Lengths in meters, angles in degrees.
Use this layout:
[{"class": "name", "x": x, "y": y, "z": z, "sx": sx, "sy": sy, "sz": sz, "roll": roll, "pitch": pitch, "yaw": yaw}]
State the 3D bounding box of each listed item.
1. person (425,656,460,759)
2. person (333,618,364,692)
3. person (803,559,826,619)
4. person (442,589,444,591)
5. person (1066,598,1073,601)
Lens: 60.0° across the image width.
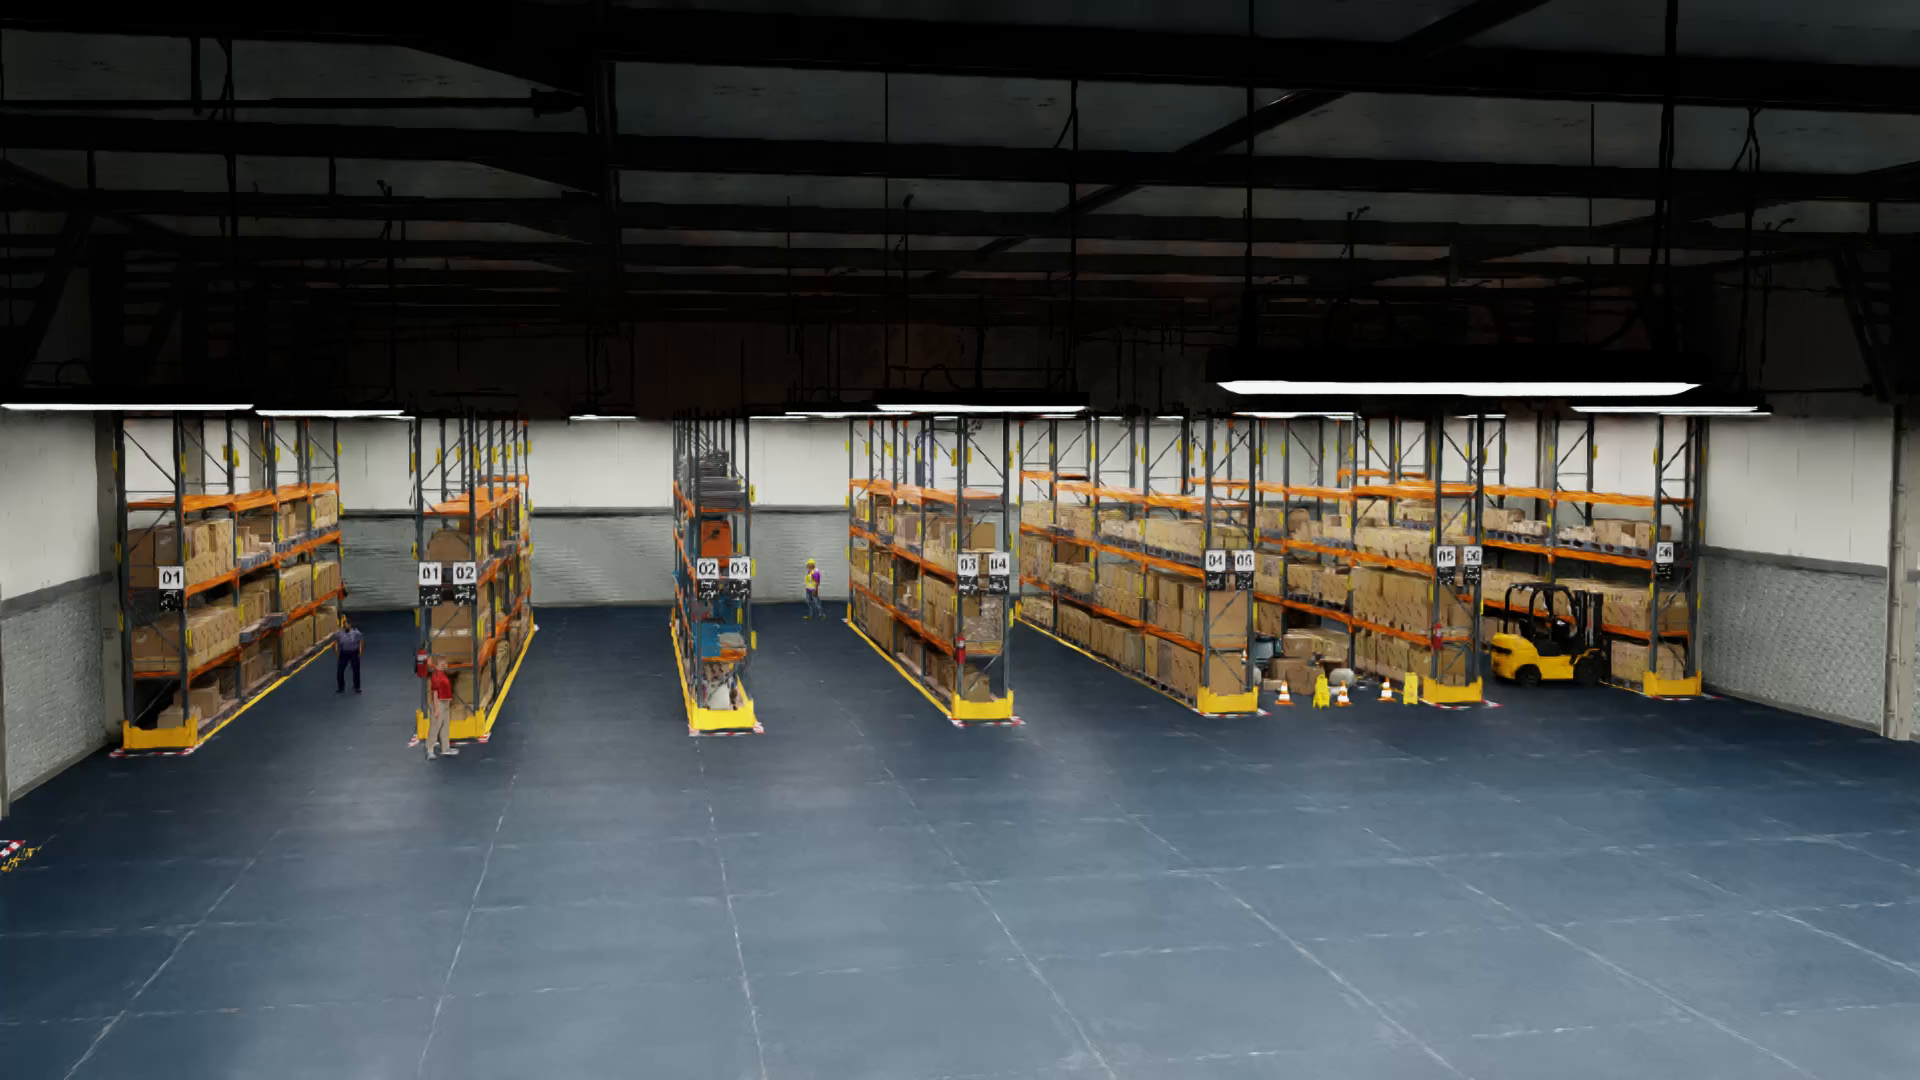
[{"class": "person", "x": -8.859, "y": 2.838, "z": 28.339, "sx": 0.497, "sy": 1.723, "sz": 0.650, "roll": 0, "pitch": 4, "yaw": -5}, {"class": "person", "x": -12.917, "y": 2.436, "z": 35.146, "sx": 0.625, "sy": 1.596, "sz": 0.517, "roll": -1, "pitch": 4, "yaw": -13}, {"class": "person", "x": -4.208, "y": 1.428, "z": 48.160, "sx": 0.474, "sy": 1.765, "sz": 0.750, "roll": -3, "pitch": 5, "yaw": -41}, {"class": "person", "x": -15.284, "y": 1.394, "z": 49.363, "sx": 0.573, "sy": 1.657, "sz": 0.552, "roll": 4, "pitch": 5, "yaw": 41}, {"class": "person", "x": 3.412, "y": 1.265, "z": 50.656, "sx": 0.418, "sy": 1.640, "sz": 0.623, "roll": 1, "pitch": 4, "yaw": 18}]
